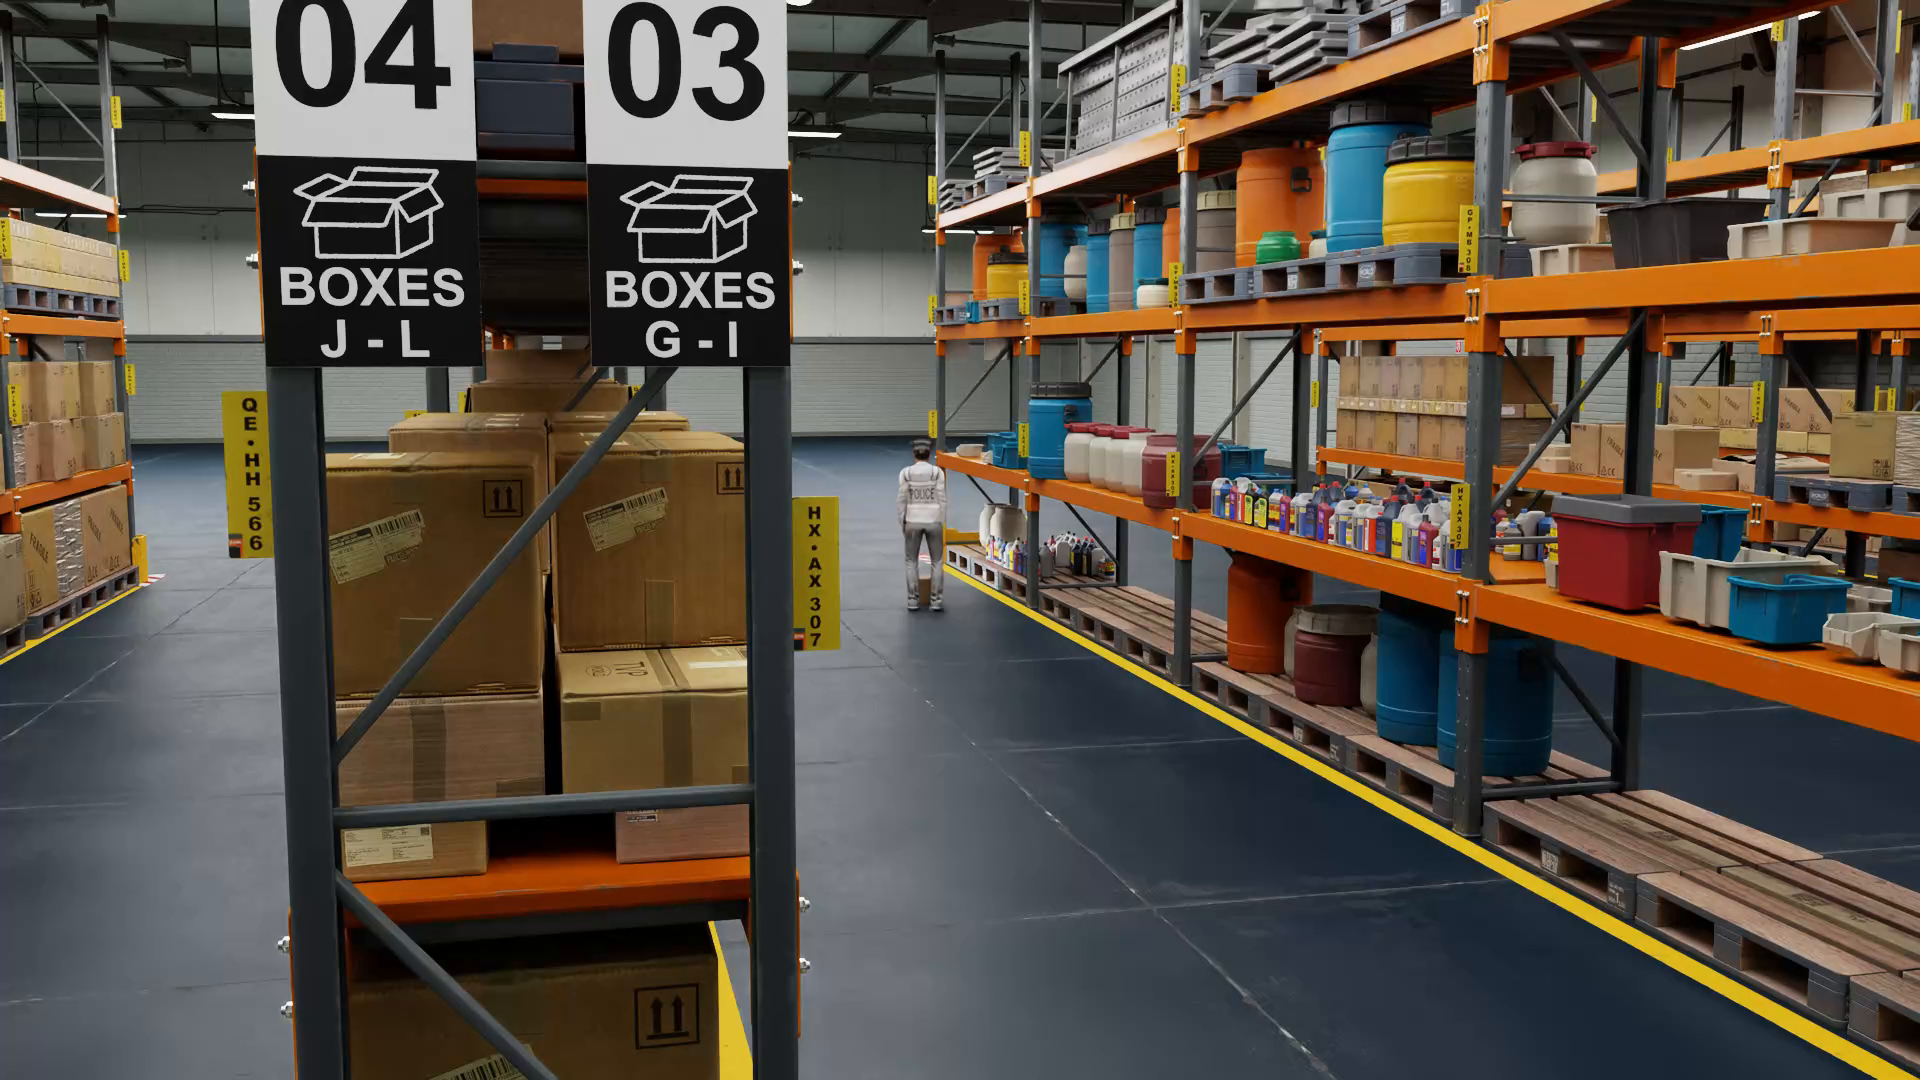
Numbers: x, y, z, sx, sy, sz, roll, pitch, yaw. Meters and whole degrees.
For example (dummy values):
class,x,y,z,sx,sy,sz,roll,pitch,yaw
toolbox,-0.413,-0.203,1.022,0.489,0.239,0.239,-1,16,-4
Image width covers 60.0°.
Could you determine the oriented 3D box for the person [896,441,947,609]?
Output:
class,x,y,z,sx,sy,sz,roll,pitch,yaw
person,-0.370,-0.137,16.096,0.492,1.642,0.412,0,6,3
